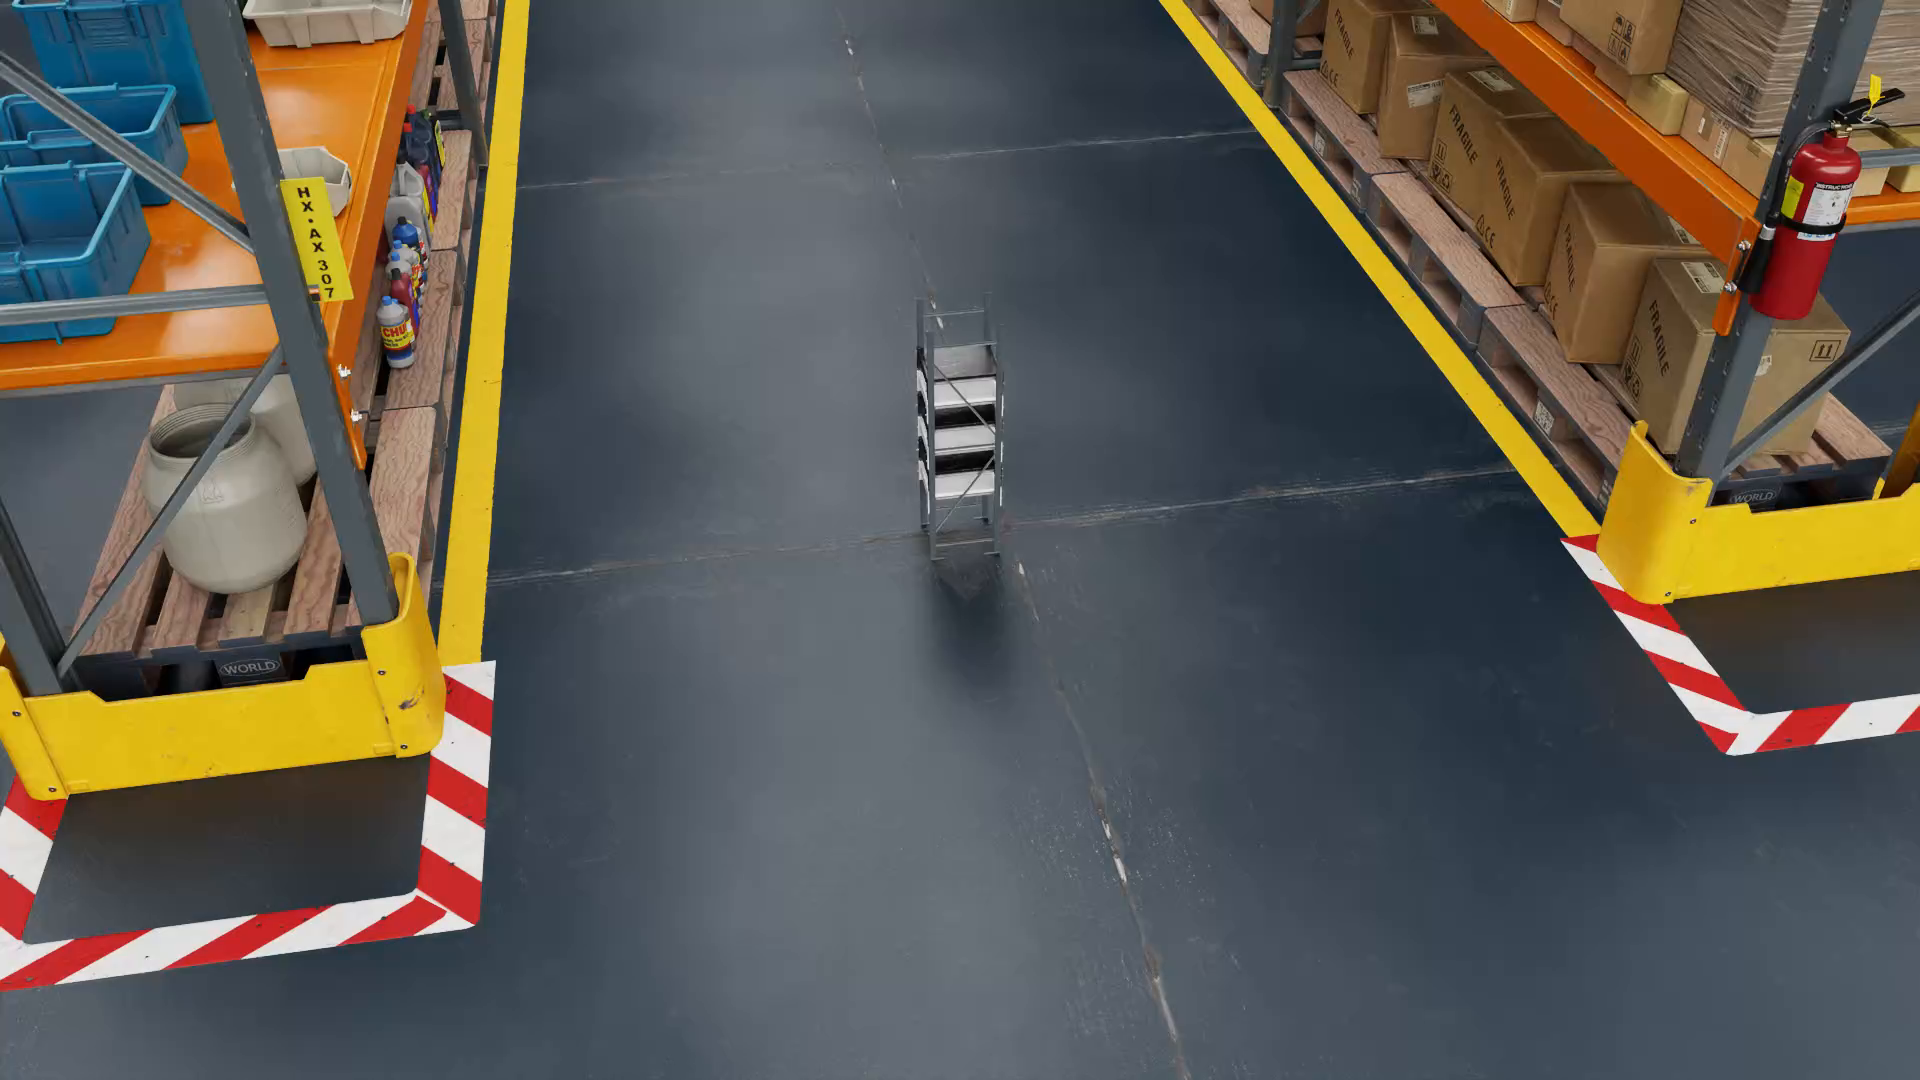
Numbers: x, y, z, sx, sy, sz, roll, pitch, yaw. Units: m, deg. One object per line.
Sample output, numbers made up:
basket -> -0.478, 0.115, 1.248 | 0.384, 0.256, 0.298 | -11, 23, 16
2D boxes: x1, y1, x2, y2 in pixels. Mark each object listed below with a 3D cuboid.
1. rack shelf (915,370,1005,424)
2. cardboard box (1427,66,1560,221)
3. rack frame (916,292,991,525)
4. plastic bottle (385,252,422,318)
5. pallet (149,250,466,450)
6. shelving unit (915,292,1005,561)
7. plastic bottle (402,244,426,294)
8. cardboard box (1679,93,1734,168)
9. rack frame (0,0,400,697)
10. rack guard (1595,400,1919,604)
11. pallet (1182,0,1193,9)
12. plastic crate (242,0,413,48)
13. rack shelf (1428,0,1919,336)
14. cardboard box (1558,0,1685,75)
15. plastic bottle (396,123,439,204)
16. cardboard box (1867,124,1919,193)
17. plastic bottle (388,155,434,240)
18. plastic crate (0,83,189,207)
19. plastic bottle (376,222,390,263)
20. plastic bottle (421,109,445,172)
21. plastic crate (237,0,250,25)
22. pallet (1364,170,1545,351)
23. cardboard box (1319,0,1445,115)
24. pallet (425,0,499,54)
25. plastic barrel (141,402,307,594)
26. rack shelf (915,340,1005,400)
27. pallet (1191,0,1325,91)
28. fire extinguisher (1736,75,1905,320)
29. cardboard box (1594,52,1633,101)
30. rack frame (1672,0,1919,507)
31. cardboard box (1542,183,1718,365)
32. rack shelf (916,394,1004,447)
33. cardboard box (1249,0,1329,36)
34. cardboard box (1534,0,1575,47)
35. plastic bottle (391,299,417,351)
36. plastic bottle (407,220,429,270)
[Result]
rack shelf -> -0.001, -0.476, 5.390 | 0.258, 0.077, 0.200 | -6, 38, -8
cardboard box -> 2.410, -1.724, 7.220 | 0.500, 0.500, 0.500 | -9, 39, -12
rack frame -> -0.019, -0.422, 5.559 | 0.240, 0.900, 0.006 | -6, 38, -8
plastic bottle -> -2.161, -0.986, 6.440 | 0.097, 0.271, 0.097 | 0, 38, 0
pallet -> -2.497, -0.721, 6.505 | 1.003, 0.211, 1.213 | -6, 38, -8
shelving unit -> -0.001, -0.360, 5.480 | 0.258, 0.900, 0.210 | -6, 38, -8
plastic bottle -> -2.196, -1.079, 6.616 | 0.097, 0.201, 0.097 | 0, 38, 0
cardboard box -> 2.490, -1.289, 5.169 | 0.380, 0.149, 0.250 | -6, 38, -8
rack frame -> -2.090, -0.554, 4.018 | 1.000, 3.000, 0.127 | -6, 38, -8
rack guard -> 2.773, -0.146, 5.530 | 1.175, 0.500, 0.348 | -6, 38, -8
pallet -> 1.730, -3.610, 10.225 | 1.003, 0.211, 1.213 | -6, 38, -8
plastic crate -> -2.257, -1.913, 5.982 | 0.530, 0.136, 0.437 | -6, 38, -8
rack shelf -> 2.436, -2.011, 6.480 | 1.077, 0.370, 4.000 | -6, 38, -8
cardboard box -> 2.511, -1.868, 5.386 | 0.875, 0.500, 0.500 | -6, 38, -8
plastic bottle -> -2.361, -1.624, 7.196 | 0.144, 0.351, 0.185 | -8, 39, -10
cardboard box -> 2.971, -1.186, 5.036 | 0.380, 0.149, 0.250 | -6, 38, -8
plastic bottle -> -2.304, -1.429, 6.945 | 0.144, 0.351, 0.185 | -6, 38, -8
plastic crate -> -2.581, -1.159, 4.917 | 0.499, 0.251, 0.408 | -6, 38, -8
plastic bottle -> -2.385, -1.292, 6.824 | 0.061, 0.283, 0.133 | -6, 38, -8
plastic bottle -> -2.382, -1.816, 7.498 | 0.061, 0.283, 0.133 | -4, 38, -6
plastic crate -> -2.831, -2.036, 6.099 | 0.450, 0.188, 0.662 | -6, 38, -8
pallet -> 2.455, -1.262, 7.202 | 1.003, 0.211, 1.213 | -6, 38, -8
cardboard box -> 2.116, -2.436, 8.136 | 0.500, 0.500, 0.500 | -7, 38, -9
pallet -> -3.184, -3.078, 9.540 | 1.003, 0.211, 1.213 | -6, 38, -8
plastic barrel -> -2.281, -0.127, 5.154 | 0.421, 0.512, 0.421 | 0, 38, 0
rack shelf -> -0.001, -0.547, 5.335 | 0.258, 0.077, 0.200 | -6, 38, -8
pallet -> 1.947, -2.872, 9.275 | 1.003, 0.211, 1.213 | -6, 38, -8
fire extinguisher -> 2.353, -0.938, 4.575 | 0.296, 0.674, 0.183 | -6, 38, -8
cardboard box -> 2.367, -1.587, 5.552 | 0.380, 0.149, 0.250 | -6, 38, -8
rack frame -> 2.786, -1.087, 4.704 | 1.000, 3.000, 0.127 | -6, 38, -8
cardboard box -> 2.555, -1.002, 6.290 | 0.500, 0.500, 0.500 | 3, 38, 4
rack shelf -> -0.001, -0.405, 5.445 | 0.258, 0.077, 0.200 | -6, 38, -8
cardboard box -> 1.998, -3.063, 8.926 | 0.700, 0.500, 0.500 | -9, 39, -11
cardboard box -> 2.298, -1.891, 5.944 | 0.380, 0.149, 0.250 | -6, 38, -8
plastic bottle -> -2.119, -0.814, 6.275 | 0.097, 0.201, 0.097 | 0, 38, 0
plastic bottle -> -2.232, -1.203, 6.776 | 0.097, 0.201, 0.097 | 0, 38, 0
